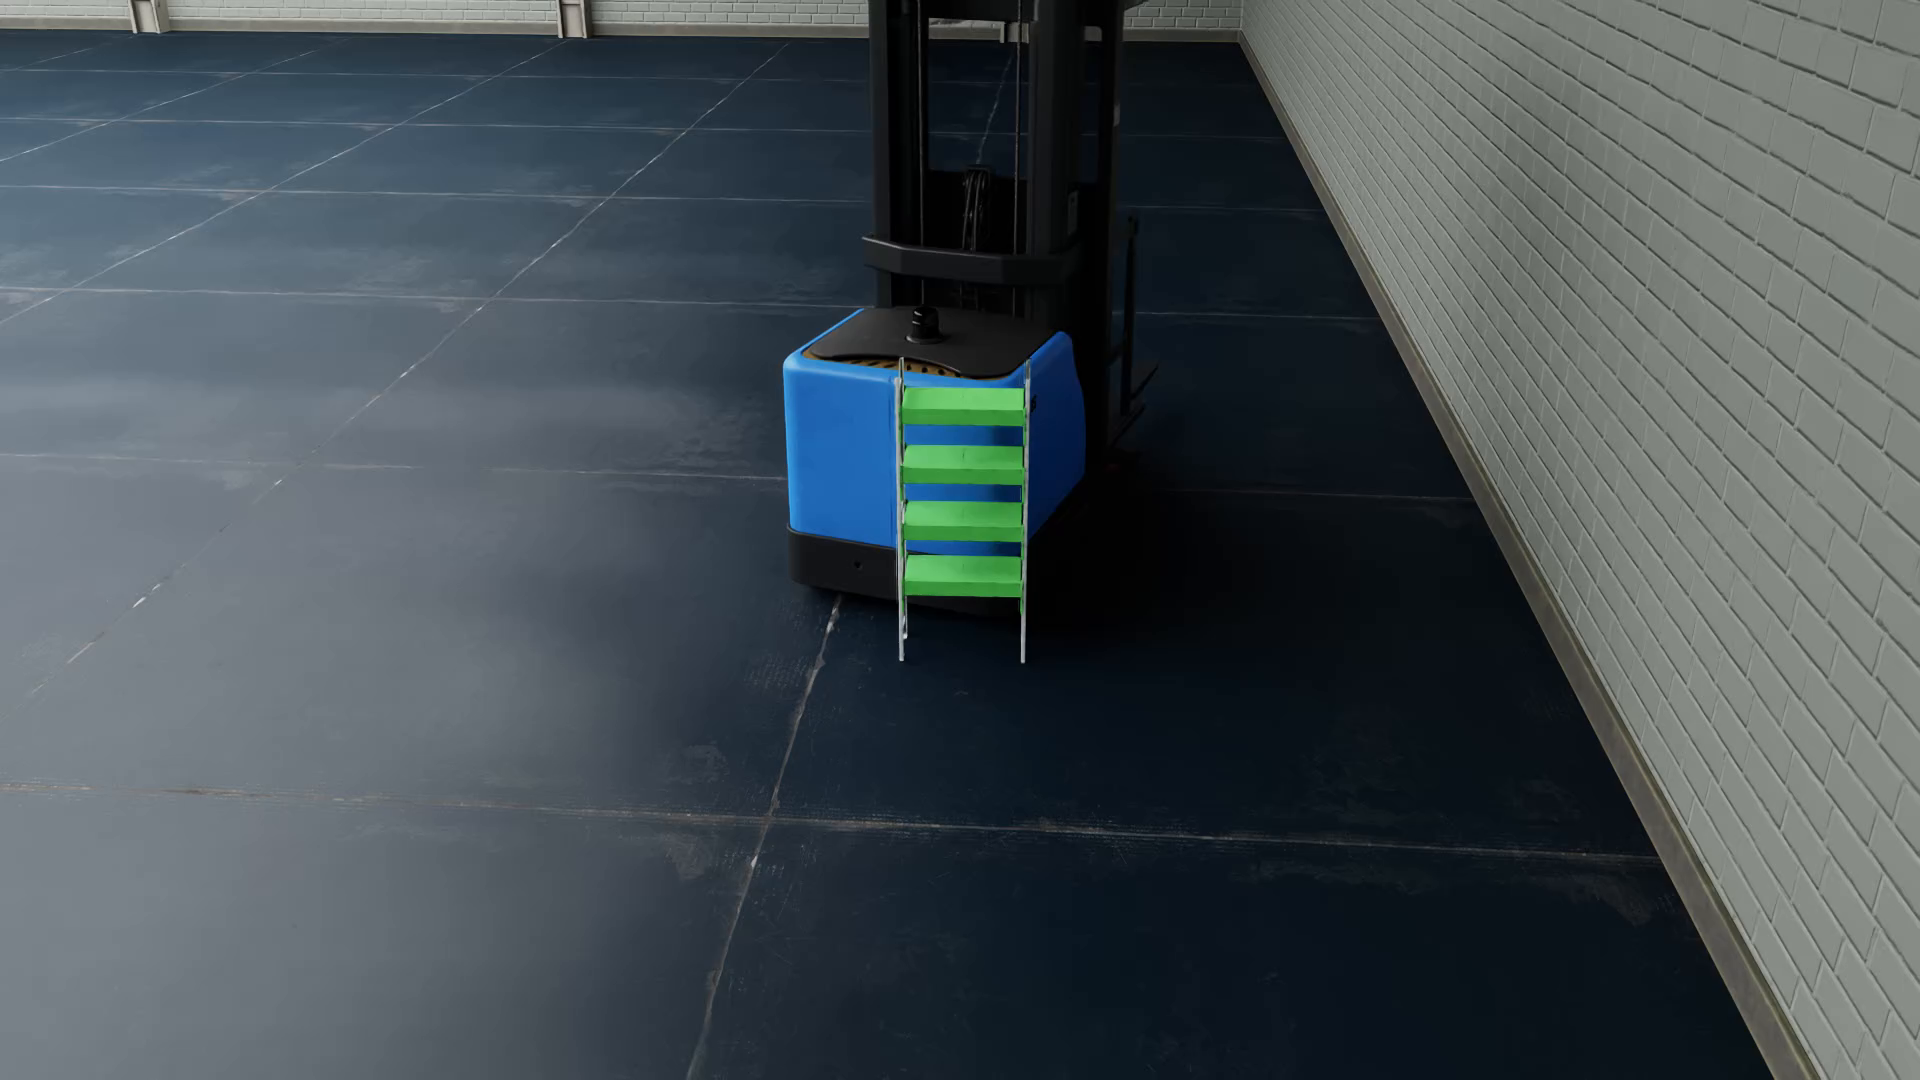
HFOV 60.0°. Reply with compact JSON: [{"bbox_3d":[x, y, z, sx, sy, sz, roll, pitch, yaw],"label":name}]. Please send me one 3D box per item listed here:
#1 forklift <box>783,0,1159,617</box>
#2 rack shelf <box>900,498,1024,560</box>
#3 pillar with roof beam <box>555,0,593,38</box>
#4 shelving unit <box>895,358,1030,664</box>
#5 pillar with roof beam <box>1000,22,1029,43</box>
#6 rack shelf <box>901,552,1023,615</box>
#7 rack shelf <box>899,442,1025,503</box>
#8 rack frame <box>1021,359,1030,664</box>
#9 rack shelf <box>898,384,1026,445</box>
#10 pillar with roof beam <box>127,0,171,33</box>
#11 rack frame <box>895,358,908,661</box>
[{"bbox_3d":[0.262,-1.602,7.724,1.130,2.935,3.031,9,26,19],"label":"forklift"},{"bbox_3d":[0.014,-0.045,6.566,0.480,0.148,0.258,1,25,2],"label":"rack shelf"},{"bbox_3d":[-5.568,-9.168,16.909,0.400,9.000,9.100,2,25,4],"label":"pillar with roof beam"},{"bbox_3d":[0.014,-0.103,6.539,0.503,1.200,0.258,1,25,2],"label":"shelving unit"},{"bbox_3d":[0.415,-8.976,16.492,0.400,9.000,9.100,2,25,4],"label":"pillar with roof beam"},{"bbox_3d":[0.014,0.173,6.667,0.480,0.148,0.258,1,25,2],"label":"rack shelf"},{"bbox_3d":[0.014,-0.263,6.466,0.480,0.148,0.258,1,25,2],"label":"rack shelf"},{"bbox_3d":[0.258,-0.099,6.530,0.015,1.200,0.240,1,25,2],"label":"rack frame"},{"bbox_3d":[0.014,-0.481,6.365,0.480,0.148,0.258,1,25,2],"label":"rack shelf"},{"bbox_3d":[-11.550,-9.360,17.326,0.400,9.000,9.100,2,25,4],"label":"pillar with roof beam"},{"bbox_3d":[-0.230,-0.108,6.549,0.015,1.200,0.240,1,25,2],"label":"rack frame"}]
